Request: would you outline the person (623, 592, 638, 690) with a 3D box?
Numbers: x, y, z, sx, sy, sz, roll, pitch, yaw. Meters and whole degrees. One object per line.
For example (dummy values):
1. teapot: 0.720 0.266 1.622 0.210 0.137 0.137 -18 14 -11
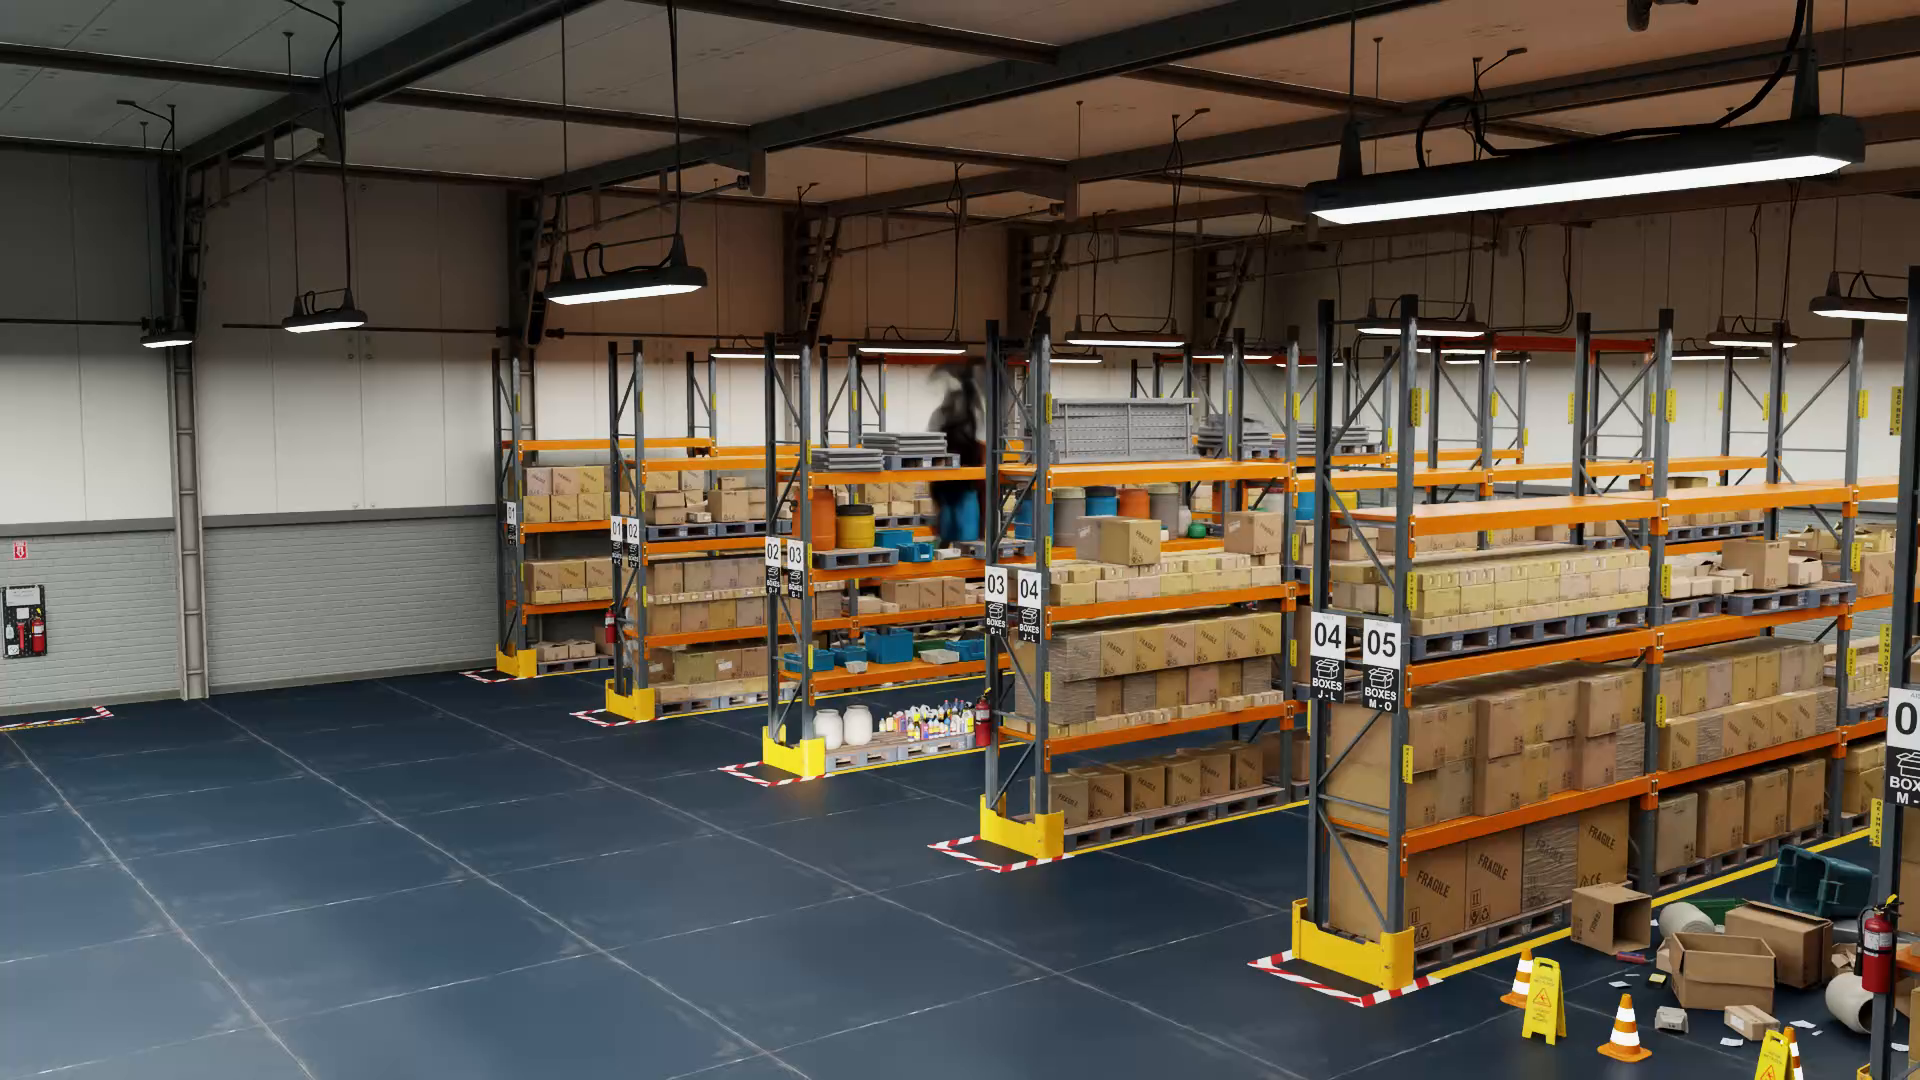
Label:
1. person: -5.681 1.757 28.999 0.660 1.731 0.637 4 6 36
